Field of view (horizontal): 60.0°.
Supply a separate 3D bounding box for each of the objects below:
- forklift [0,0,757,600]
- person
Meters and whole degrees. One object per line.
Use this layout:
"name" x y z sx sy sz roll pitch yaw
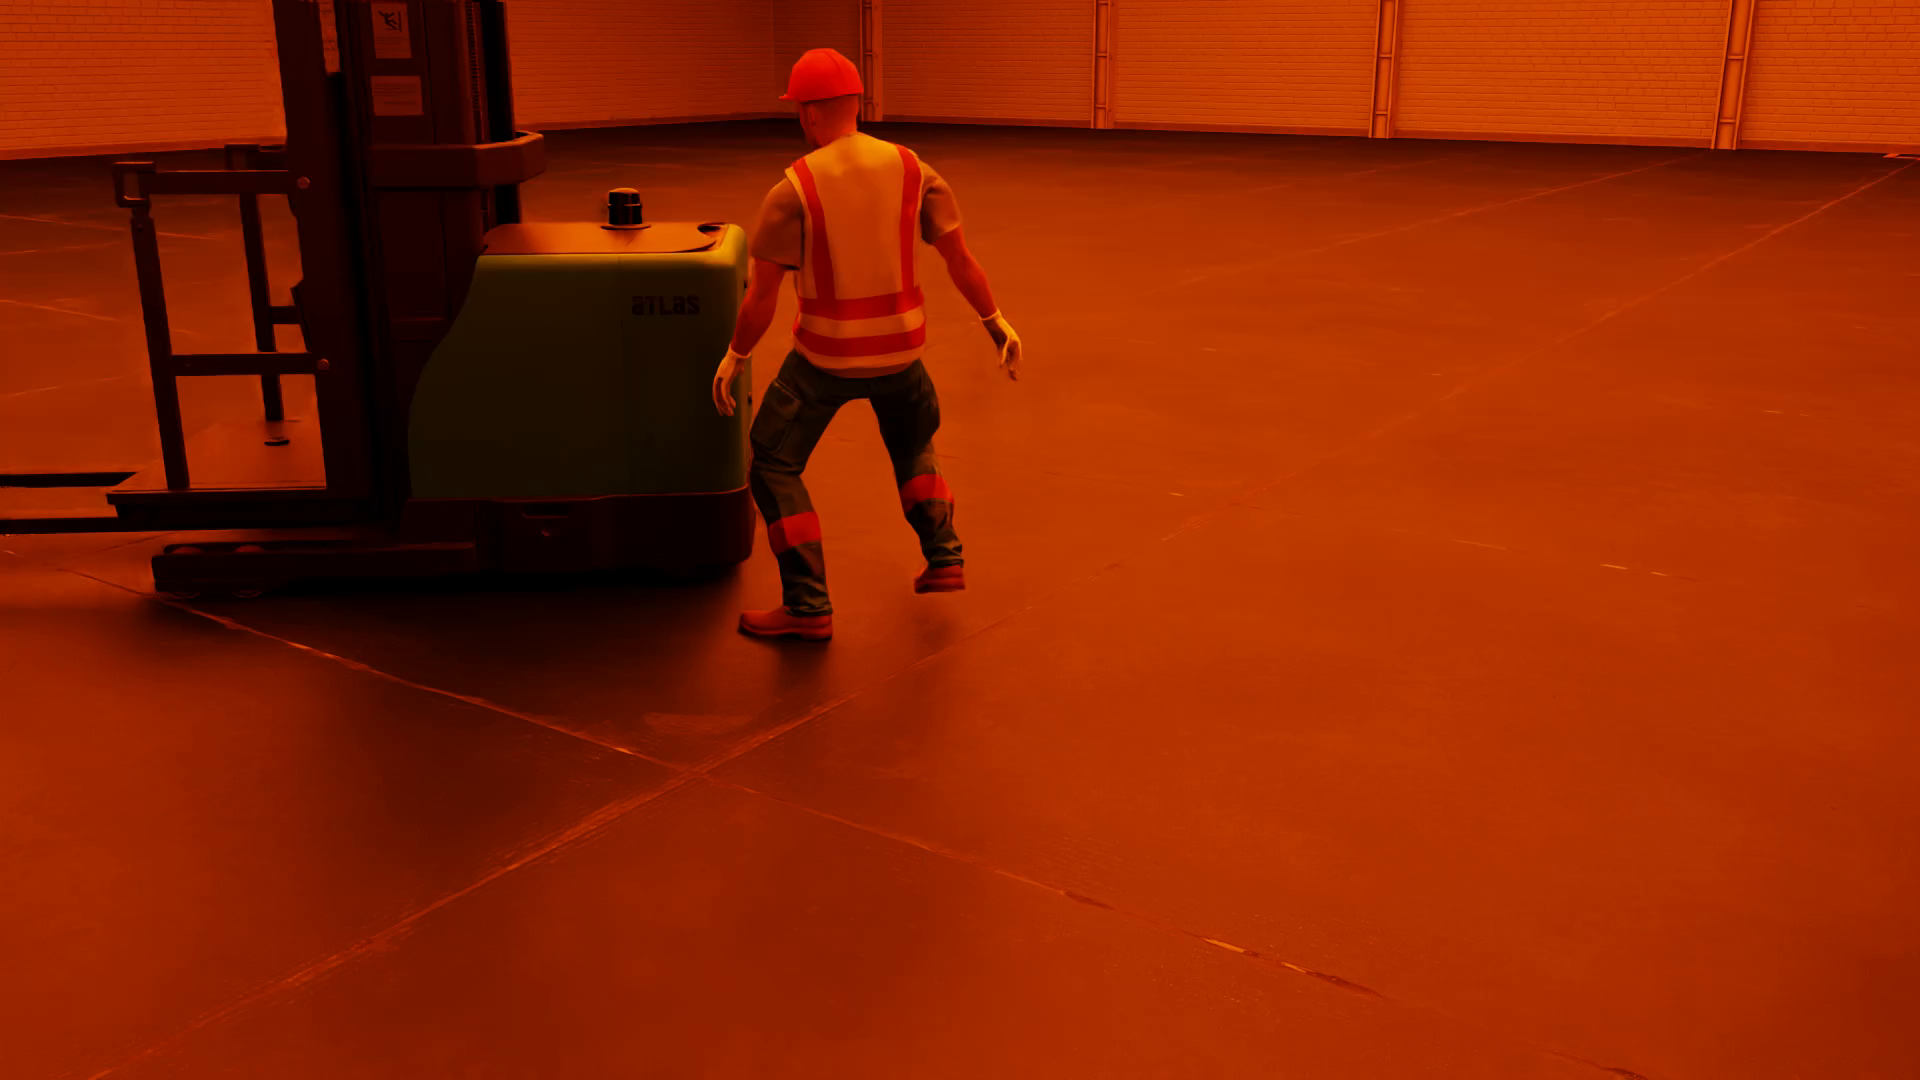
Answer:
"forklift" -2.241 -1.372 5.420 3.031 2.935 1.130 -1 17 -5
"person" -0.275 -0.584 4.959 0.923 1.692 0.490 -6 18 -19
